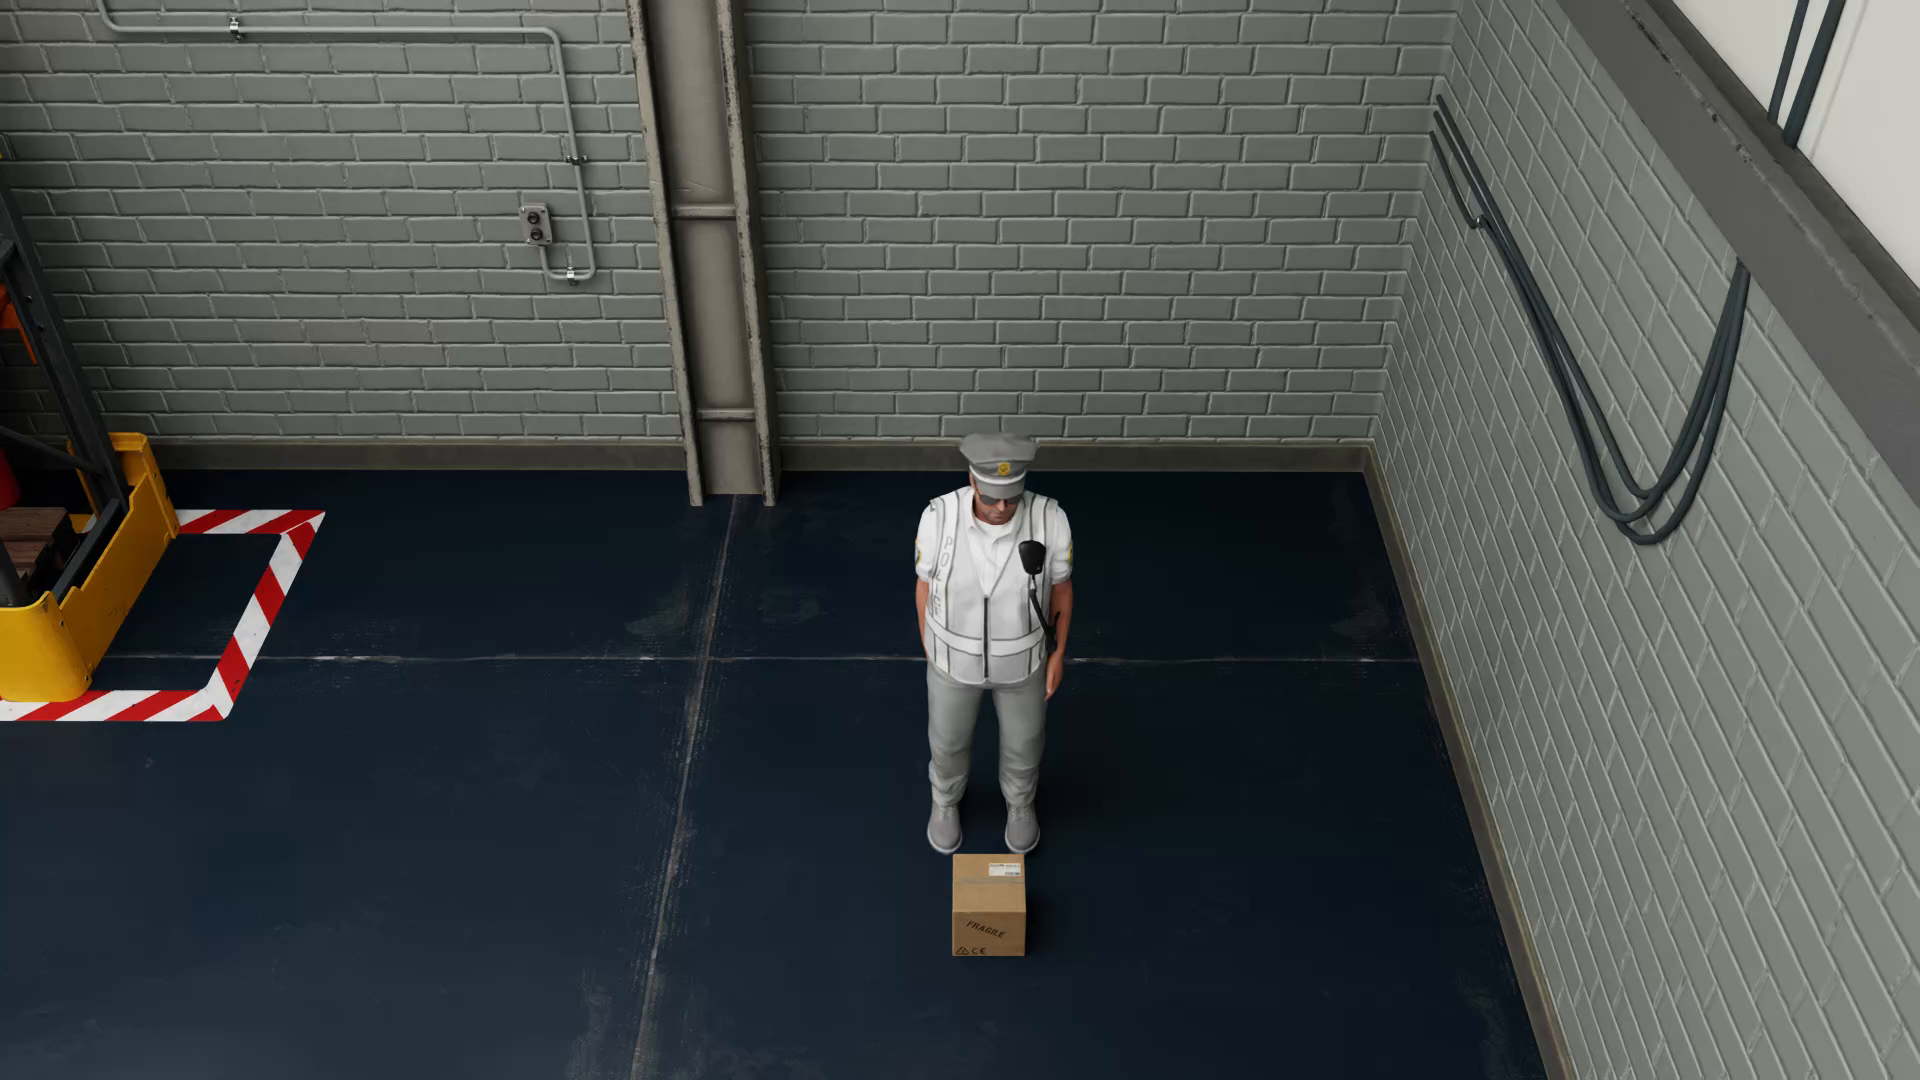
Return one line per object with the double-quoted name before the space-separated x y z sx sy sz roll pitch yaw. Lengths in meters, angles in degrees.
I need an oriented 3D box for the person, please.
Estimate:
"person" 0.114 0.382 5.690 0.528 1.752 0.393 1 39 1
